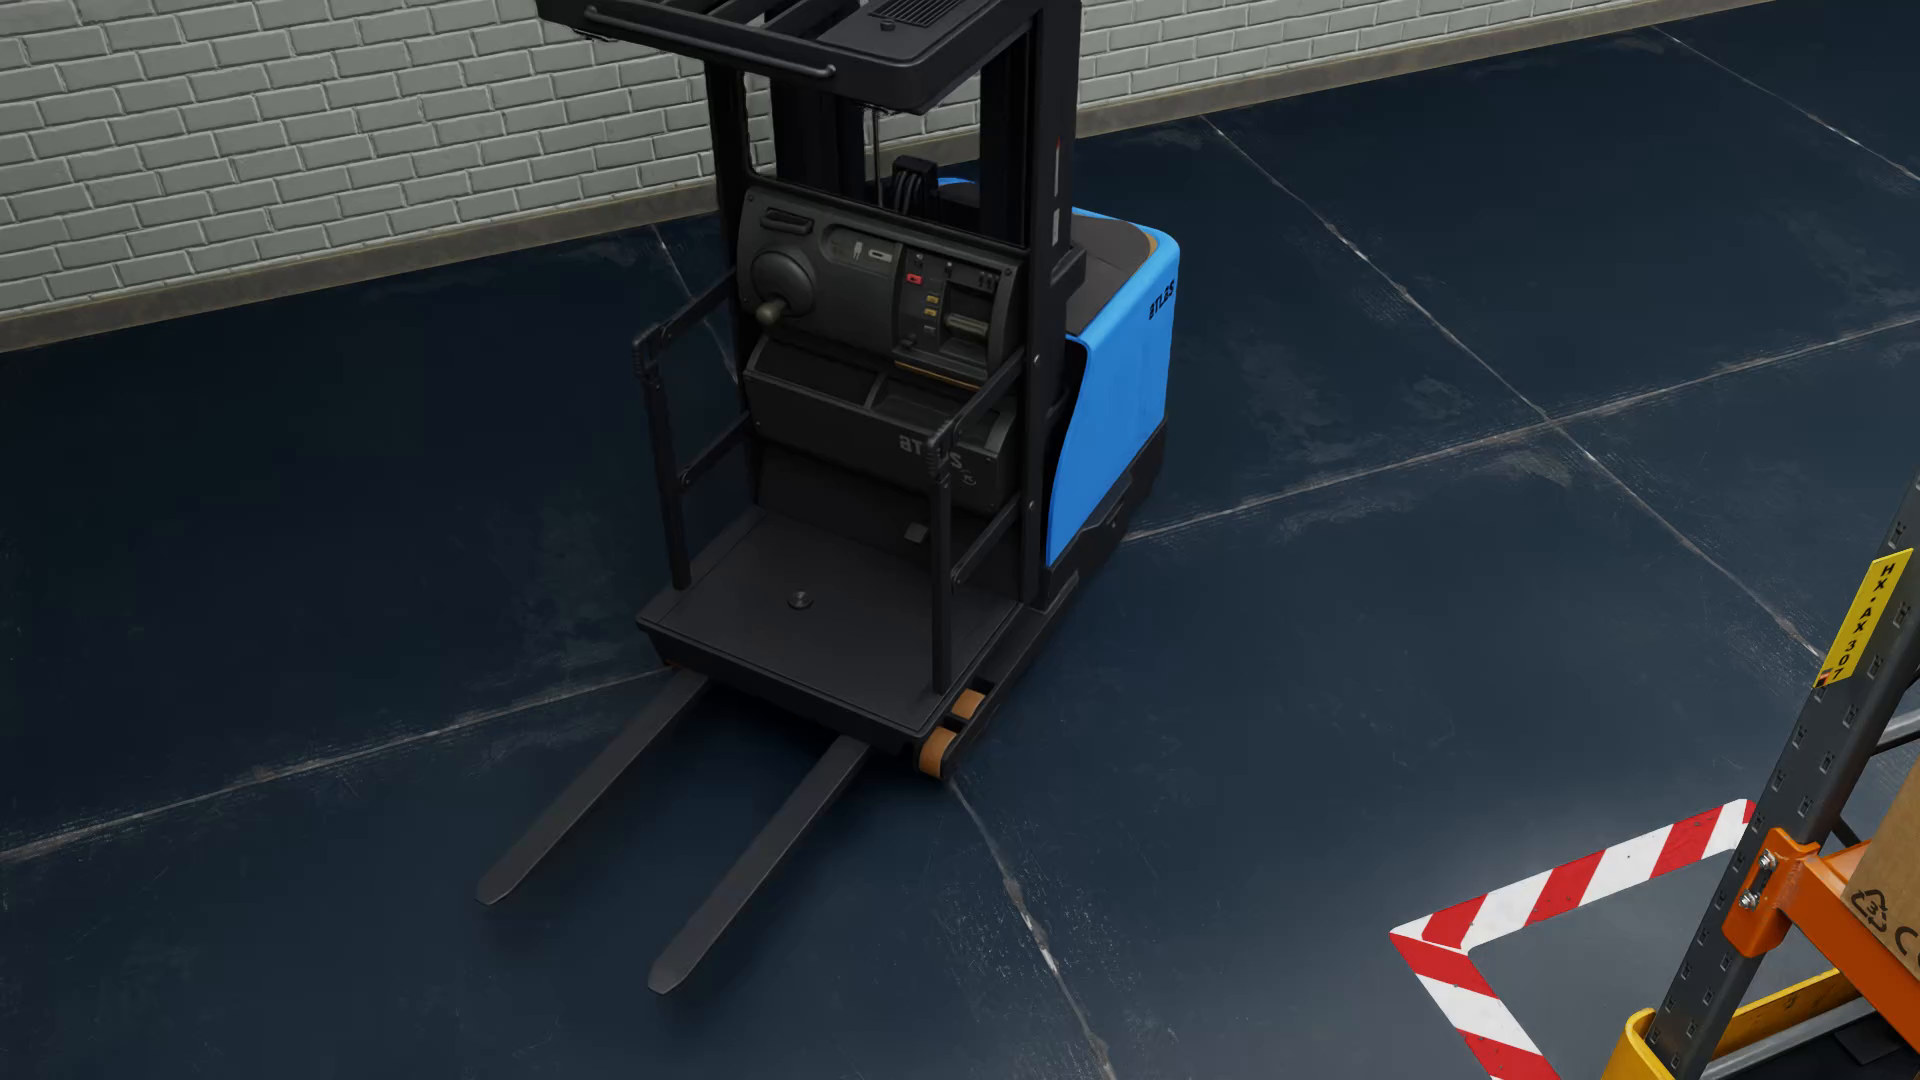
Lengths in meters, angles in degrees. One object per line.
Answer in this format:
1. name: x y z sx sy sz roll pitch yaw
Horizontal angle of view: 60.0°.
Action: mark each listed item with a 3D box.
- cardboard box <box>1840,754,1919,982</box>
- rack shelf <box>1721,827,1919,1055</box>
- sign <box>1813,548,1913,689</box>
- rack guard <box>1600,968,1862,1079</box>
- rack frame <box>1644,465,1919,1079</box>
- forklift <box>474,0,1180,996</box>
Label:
1. cardboard box: 2.117 0.638 3.131 0.500 0.500 0.500 -14 43 -16
2. rack shelf: 2.956 1.820 2.384 1.077 0.370 4.000 -15 43 -17
3. sign: 1.689 0.150 3.111 0.100 0.325 0.005 -15 43 -17
4. rack guard: 2.220 1.336 4.313 1.175 0.500 0.348 -15 43 -17
5. rack frame: 2.190 0.343 3.551 1.000 3.000 0.127 -15 43 -17
6. forklift: -0.361 -0.684 4.798 1.130 2.935 3.031 20 44 21
